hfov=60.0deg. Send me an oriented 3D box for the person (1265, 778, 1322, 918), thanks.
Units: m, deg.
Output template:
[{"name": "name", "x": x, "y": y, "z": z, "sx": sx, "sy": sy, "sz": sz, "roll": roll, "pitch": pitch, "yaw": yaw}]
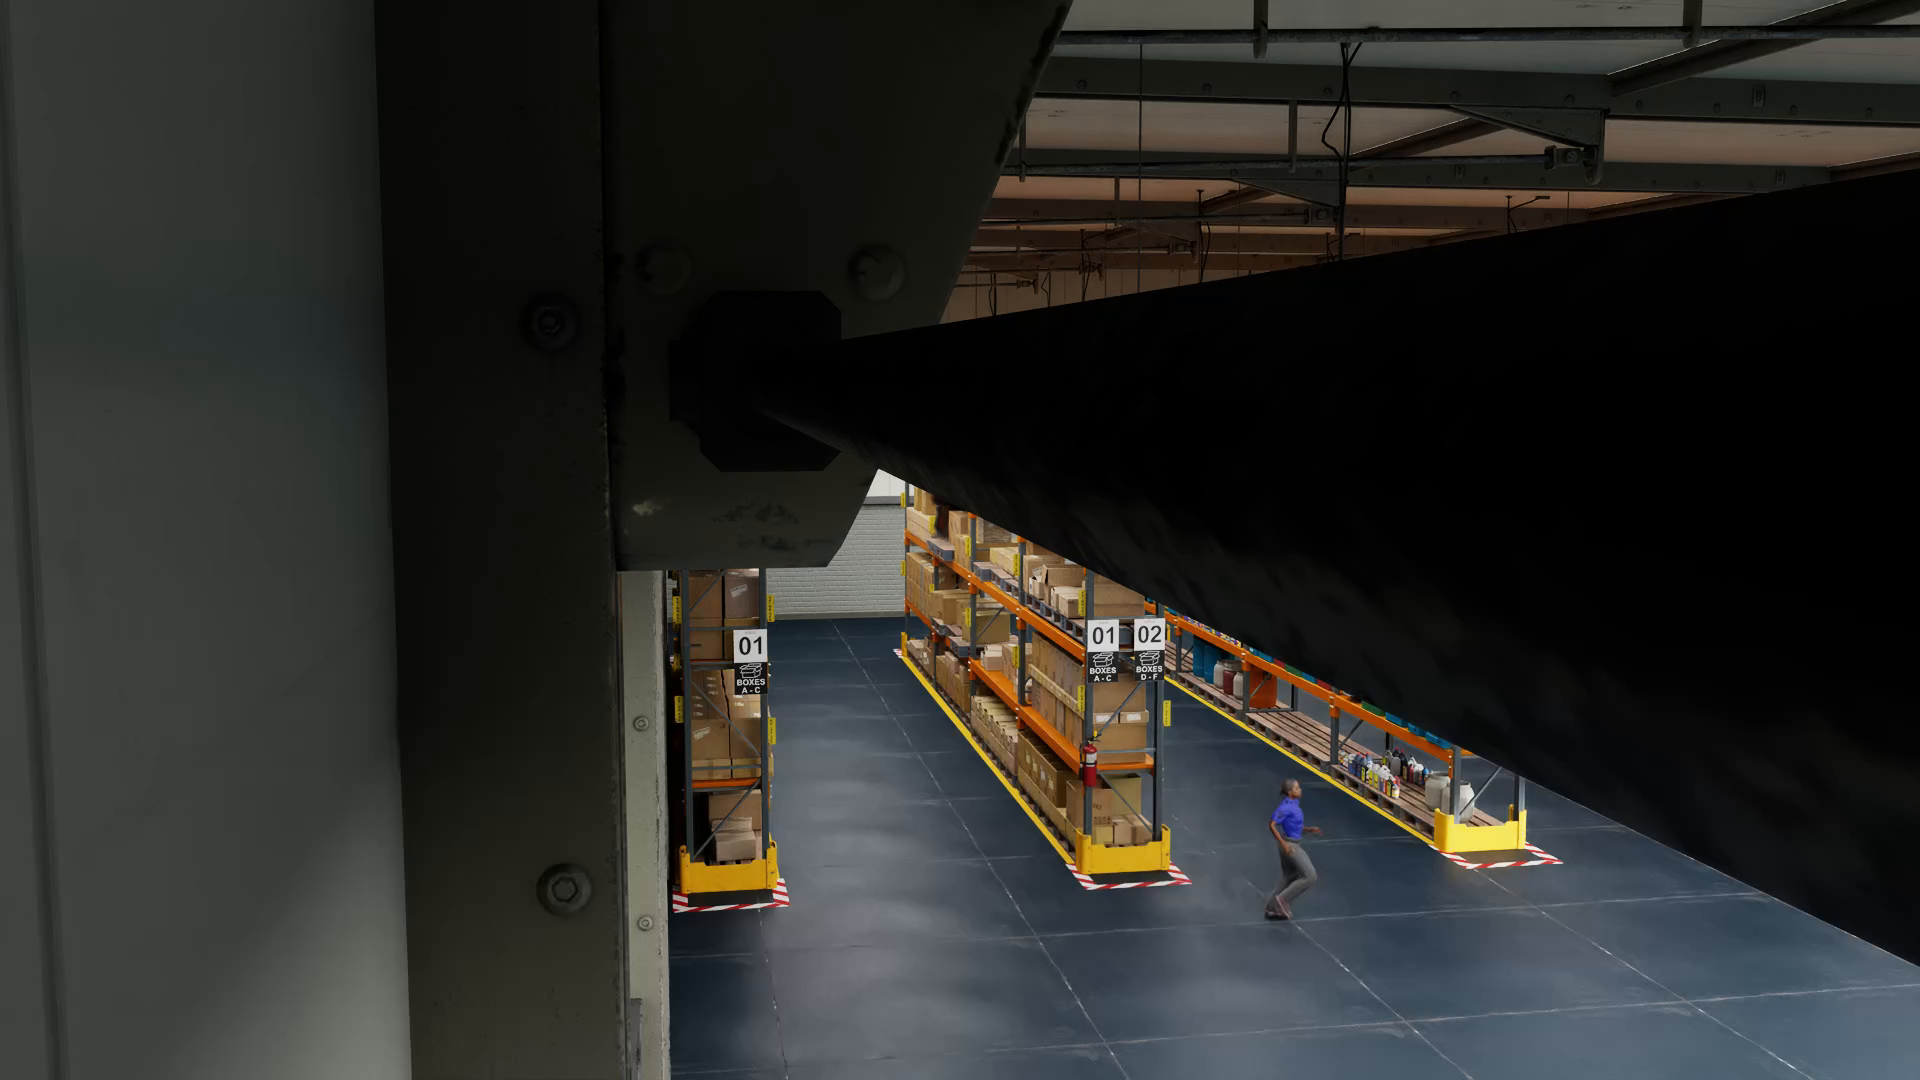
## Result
[{"name": "person", "x": 3.832, "y": 3.536, "z": 19.059, "sx": 0.627, "sy": 1.614, "sz": 0.551, "roll": 1, "pitch": 6, "yaw": 12}]
